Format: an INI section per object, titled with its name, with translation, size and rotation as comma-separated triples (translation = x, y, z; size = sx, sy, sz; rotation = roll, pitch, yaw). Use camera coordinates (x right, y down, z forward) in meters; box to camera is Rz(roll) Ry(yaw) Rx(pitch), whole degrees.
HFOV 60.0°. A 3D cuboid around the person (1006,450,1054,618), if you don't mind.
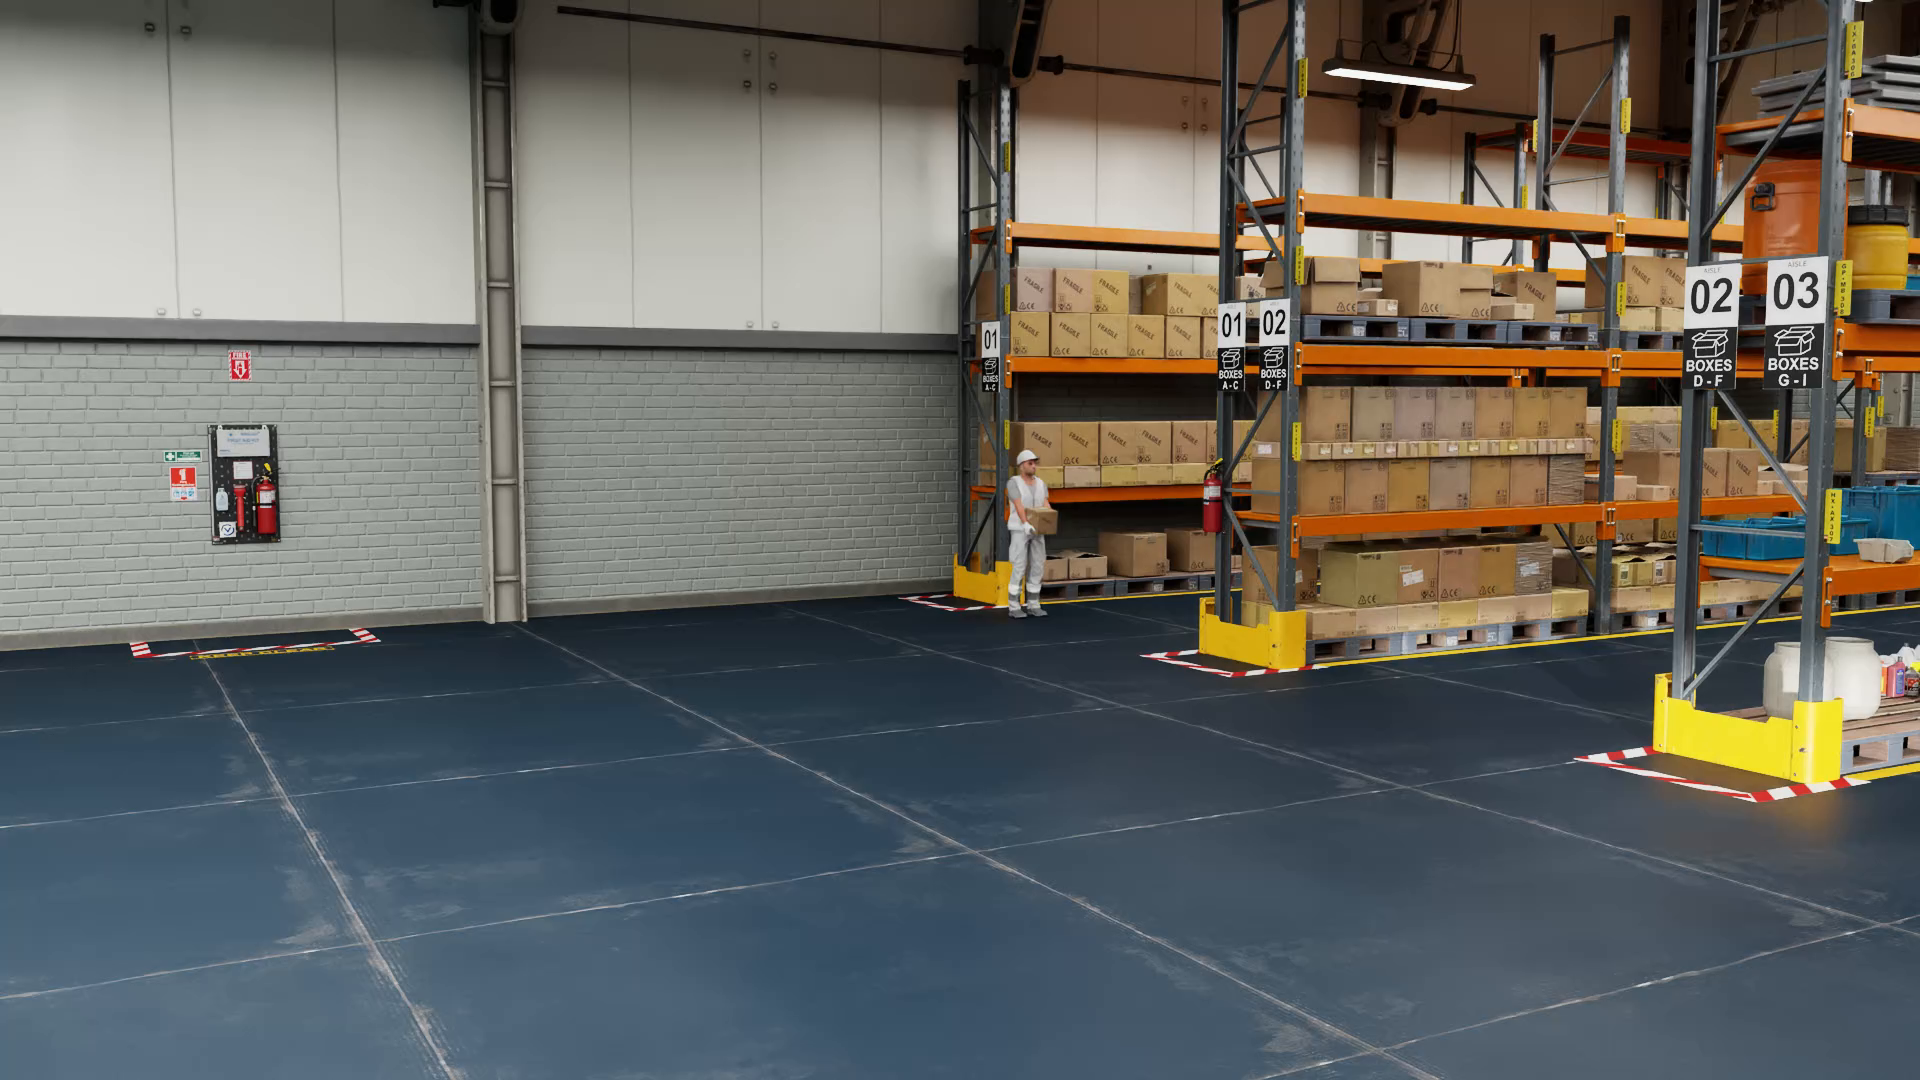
[person]
translation = 0.780, -0.062, 17.772
size = 0.495, 1.786, 0.549
rotation = -3, 6, -31
